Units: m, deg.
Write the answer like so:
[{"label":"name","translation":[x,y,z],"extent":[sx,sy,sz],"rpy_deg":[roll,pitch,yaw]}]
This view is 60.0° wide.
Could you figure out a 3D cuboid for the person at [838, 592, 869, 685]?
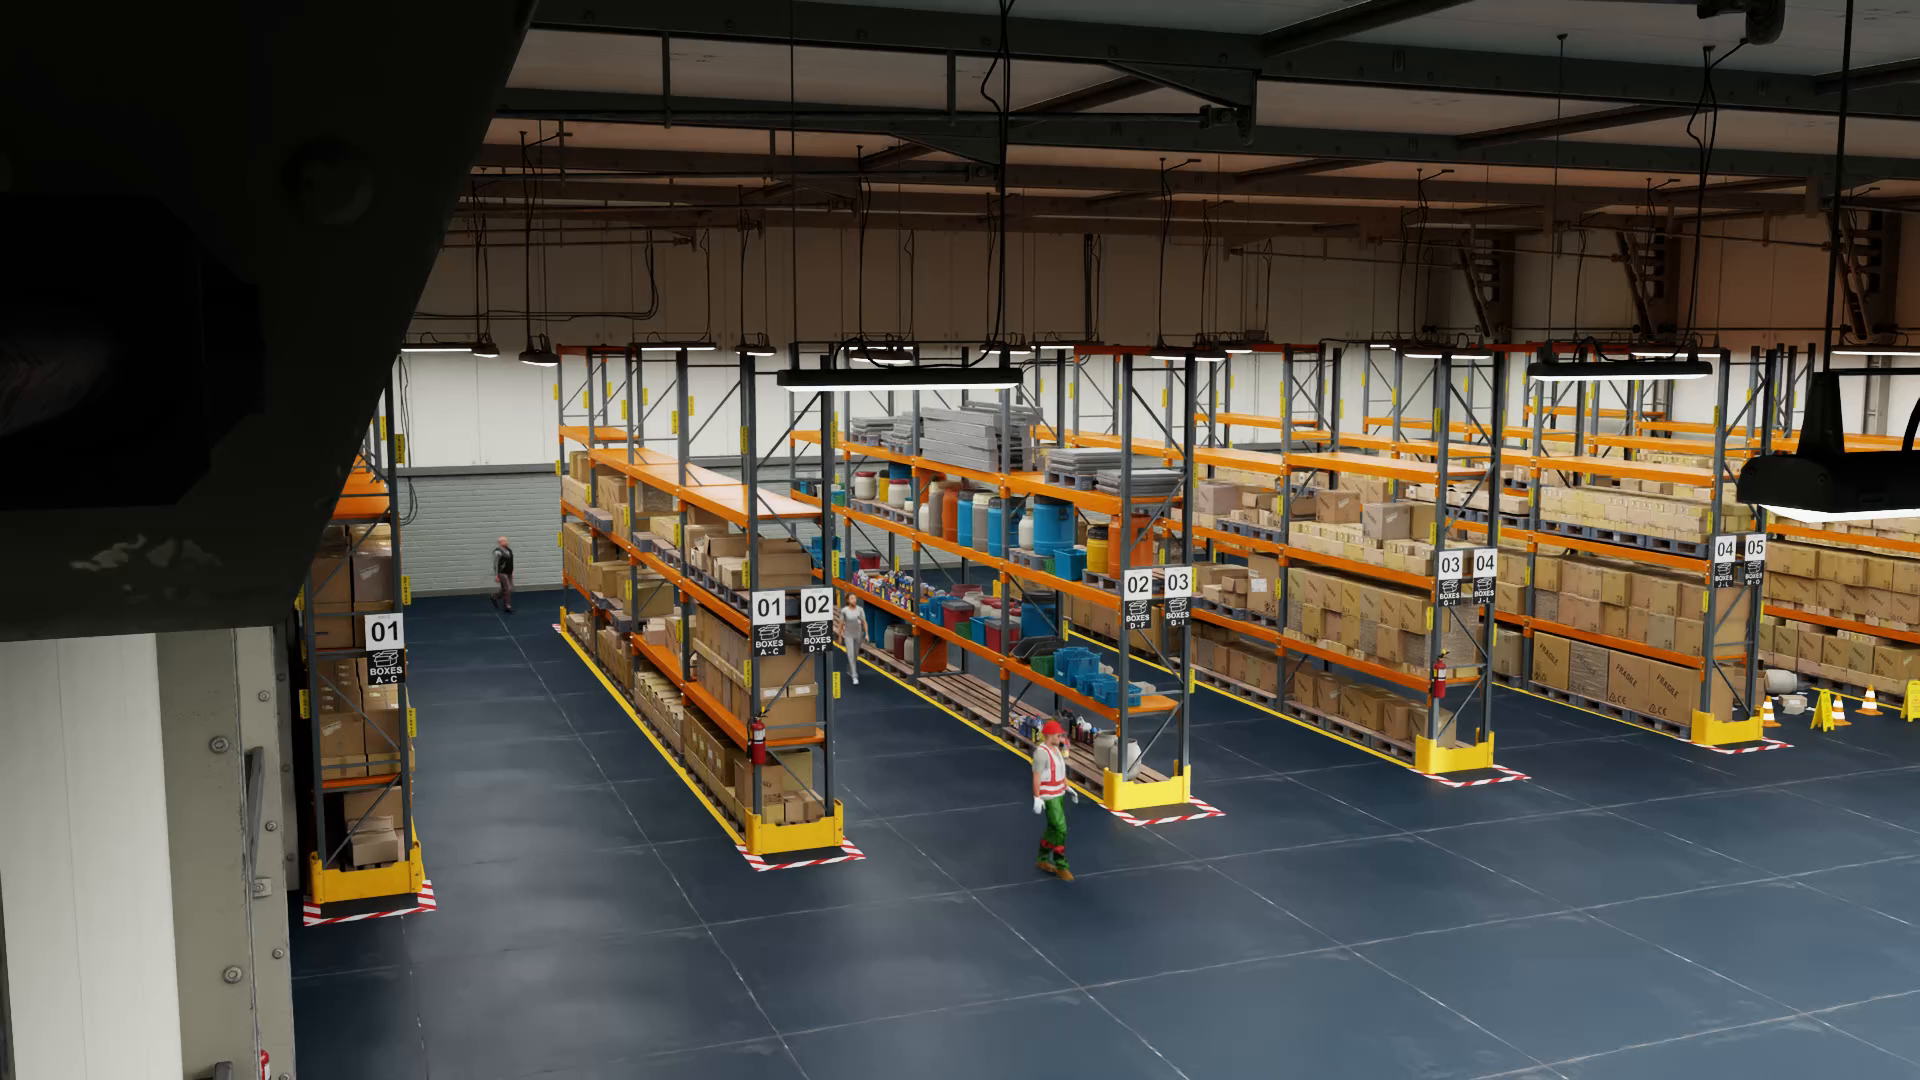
[{"label":"person","translation":[-1.909,1.734,29.821],"extent":[0.507,1.602,1.064],"rpy_deg":[-2,8,-18]}]

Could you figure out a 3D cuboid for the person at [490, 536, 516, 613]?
[{"label":"person","translation":[-10.226,0.759,37.146],"extent":[0.750,1.703,0.543],"rpy_deg":[2,8,17]}]

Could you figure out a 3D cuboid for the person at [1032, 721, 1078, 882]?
[{"label":"person","translation":[1.138,3.021,19.312],"extent":[0.586,1.837,0.566],"rpy_deg":[3,8,25]}]

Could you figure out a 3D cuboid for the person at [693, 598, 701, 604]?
[{"label":"person","translation":[-4.964,1.396,32.748],"extent":[0.581,1.581,0.691],"rpy_deg":[-1,7,-11]}]
